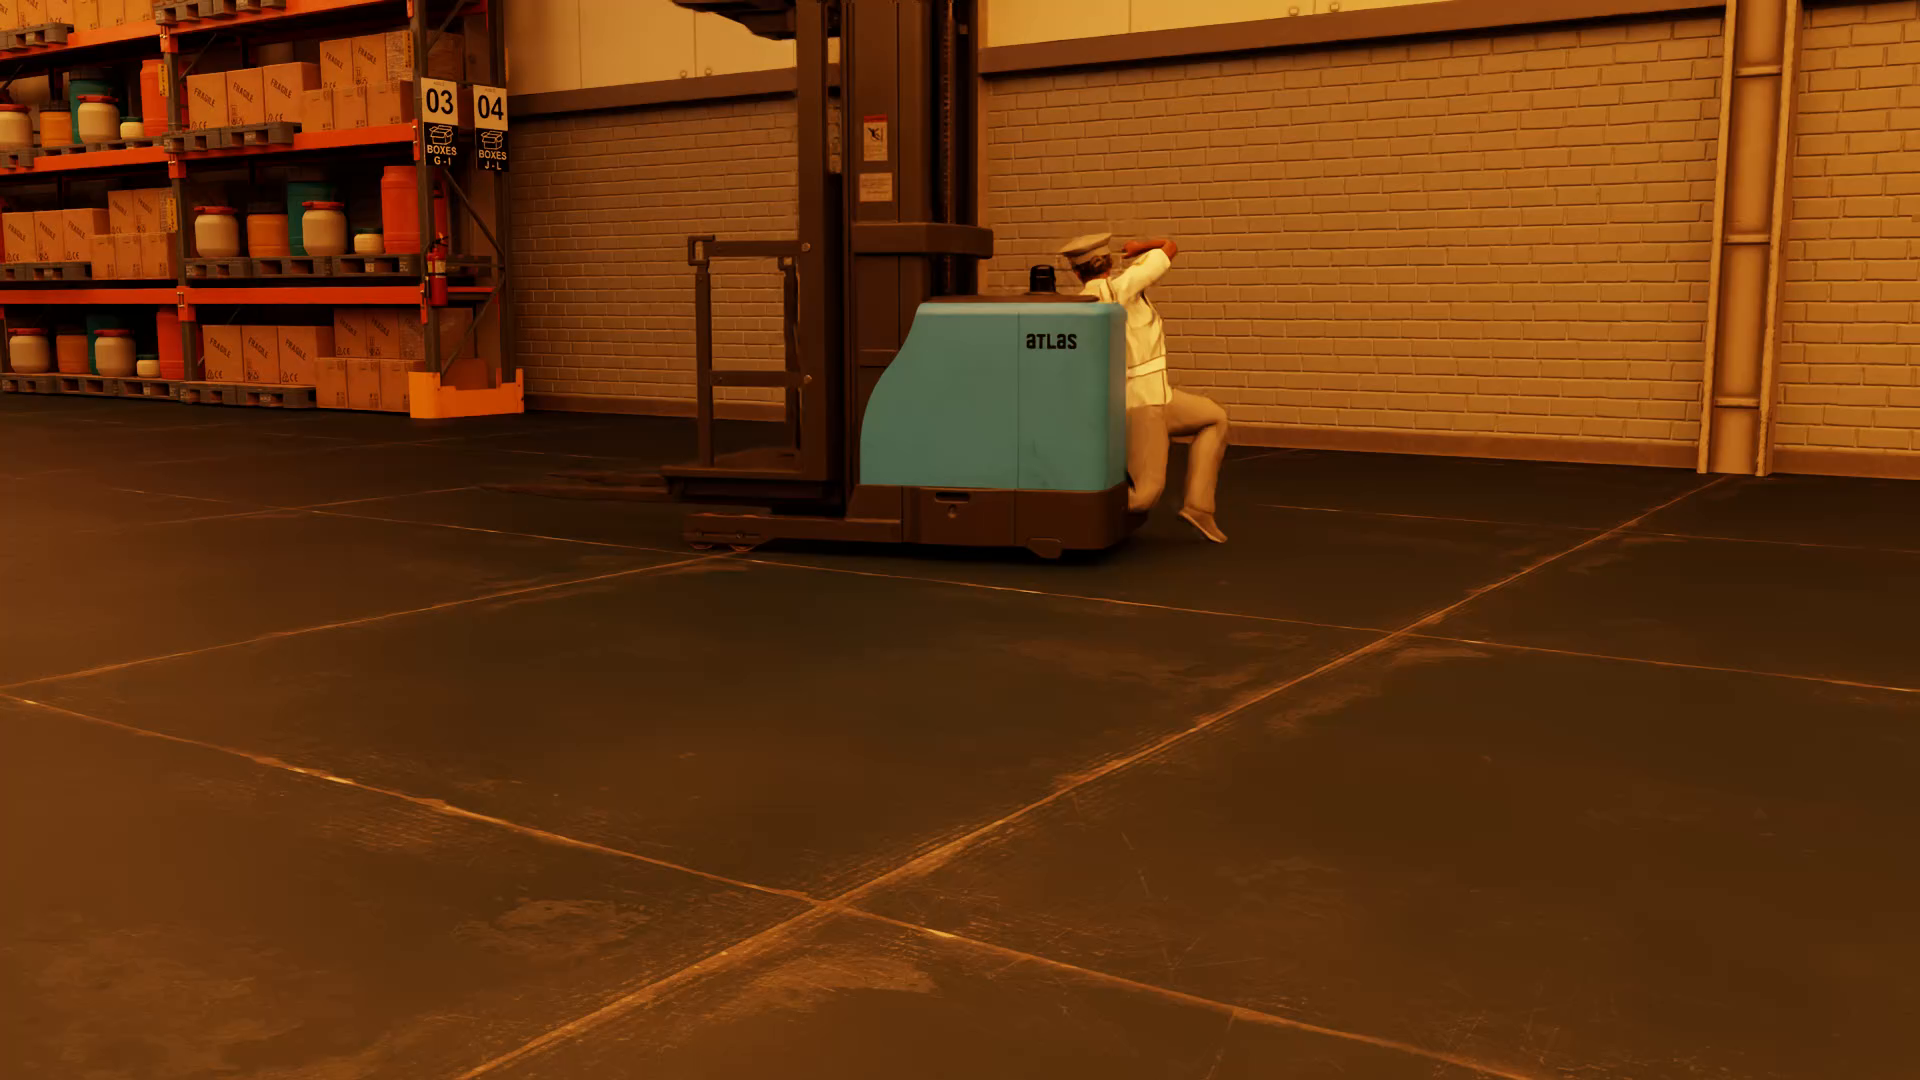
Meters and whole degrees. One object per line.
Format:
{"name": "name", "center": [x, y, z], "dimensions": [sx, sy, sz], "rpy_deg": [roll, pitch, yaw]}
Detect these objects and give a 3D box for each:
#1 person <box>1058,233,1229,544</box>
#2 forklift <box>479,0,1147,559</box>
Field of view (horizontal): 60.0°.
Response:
{"name": "person", "center": [0.736, -0.681, 7.568], "dimensions": [0.882, 1.398, 0.965], "rpy_deg": [-2, 8, -12]}
{"name": "forklift", "center": [-0.712, -1.466, 7.505], "dimensions": [3.031, 2.935, 1.130], "rpy_deg": [2, 8, 16]}
